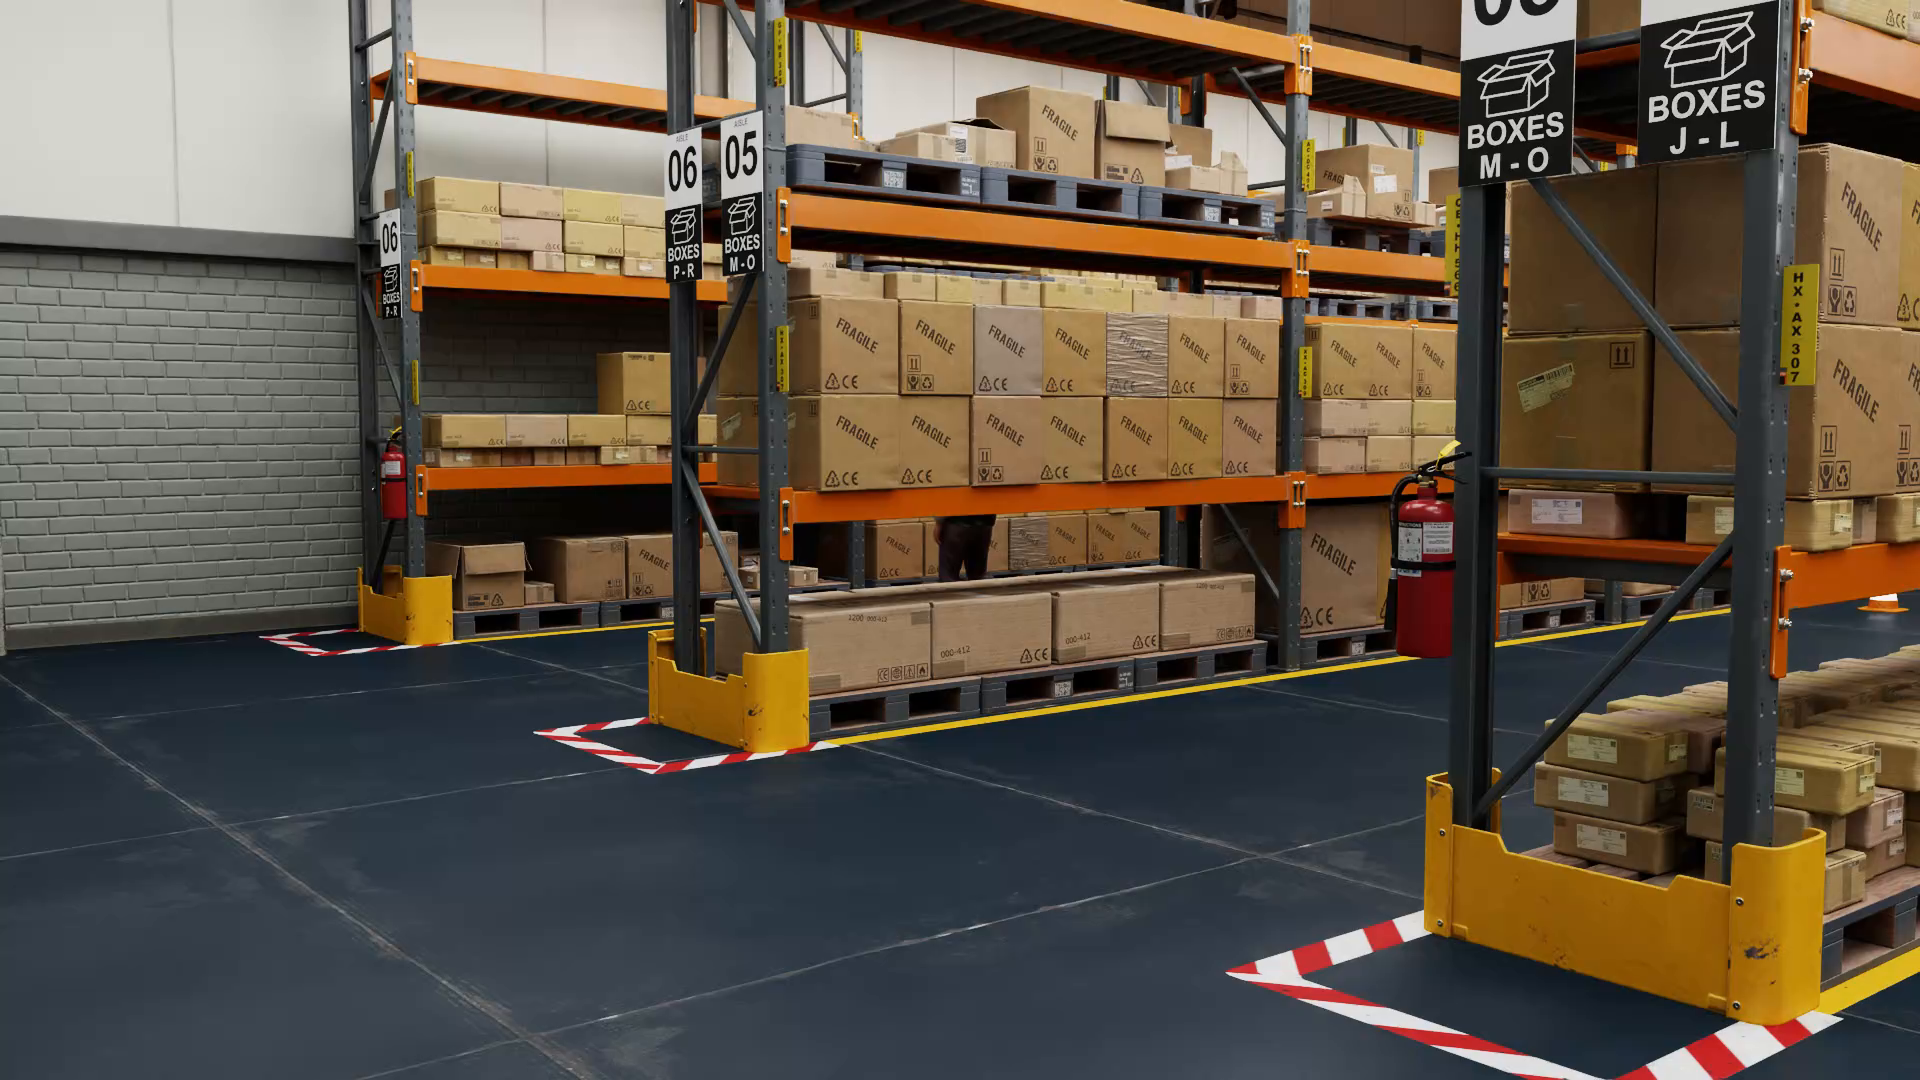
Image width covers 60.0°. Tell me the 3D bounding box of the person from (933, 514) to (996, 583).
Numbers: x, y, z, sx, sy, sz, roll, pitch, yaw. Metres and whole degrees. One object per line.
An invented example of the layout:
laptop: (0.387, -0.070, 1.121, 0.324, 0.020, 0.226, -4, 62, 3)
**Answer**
person: (0.024, -0.108, 12.595, 0.587, 1.720, 0.475, -4, 6, -42)
